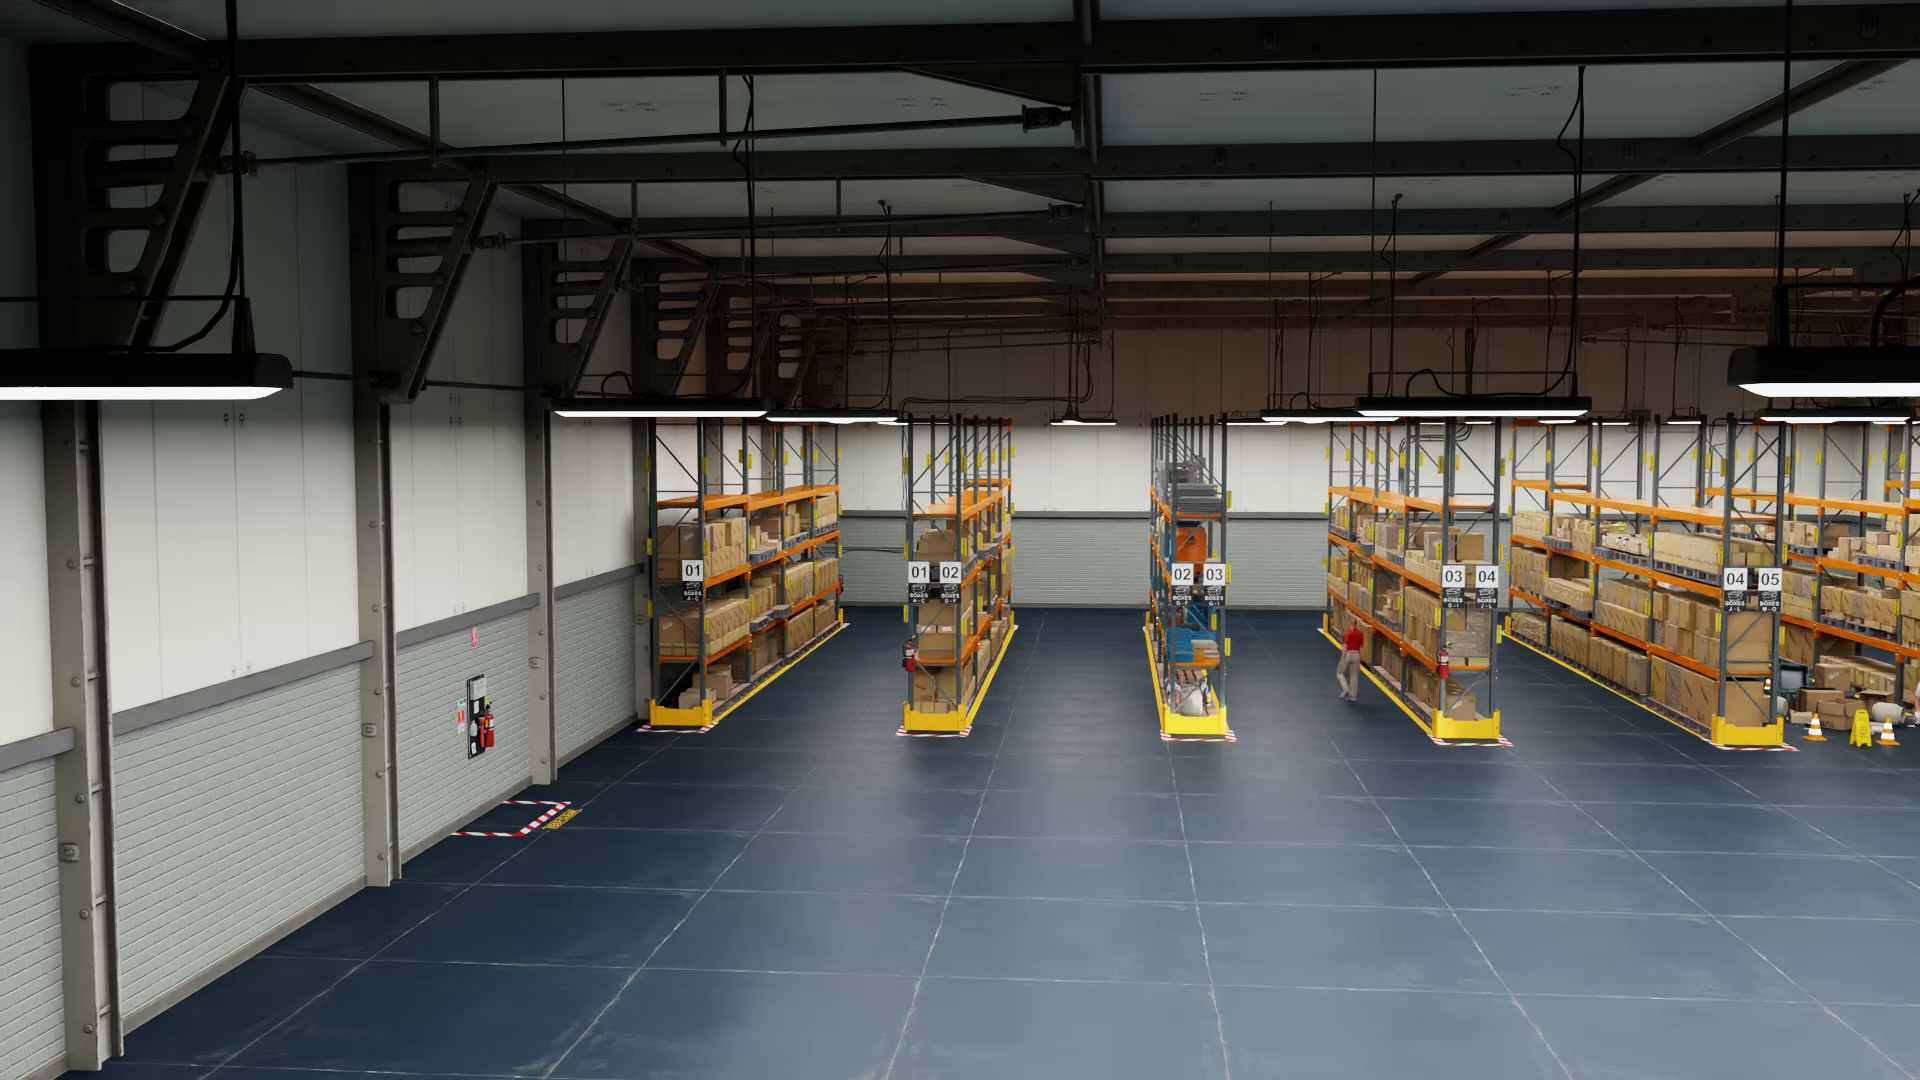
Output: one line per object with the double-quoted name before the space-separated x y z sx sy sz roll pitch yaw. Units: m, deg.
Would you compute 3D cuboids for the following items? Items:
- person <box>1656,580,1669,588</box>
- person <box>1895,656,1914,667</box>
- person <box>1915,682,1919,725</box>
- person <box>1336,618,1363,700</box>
"person" 20.534 1.555 48.734 0.522 1.800 0.600 -1 4 -15
"person" 22.649 2.226 39.810 0.483 1.679 0.425 -2 4 -24
"person" 16.300 2.985 27.802 0.607 1.844 0.518 3 5 33
"person" 8.195 2.499 34.896 0.590 1.720 0.462 0 4 -5
